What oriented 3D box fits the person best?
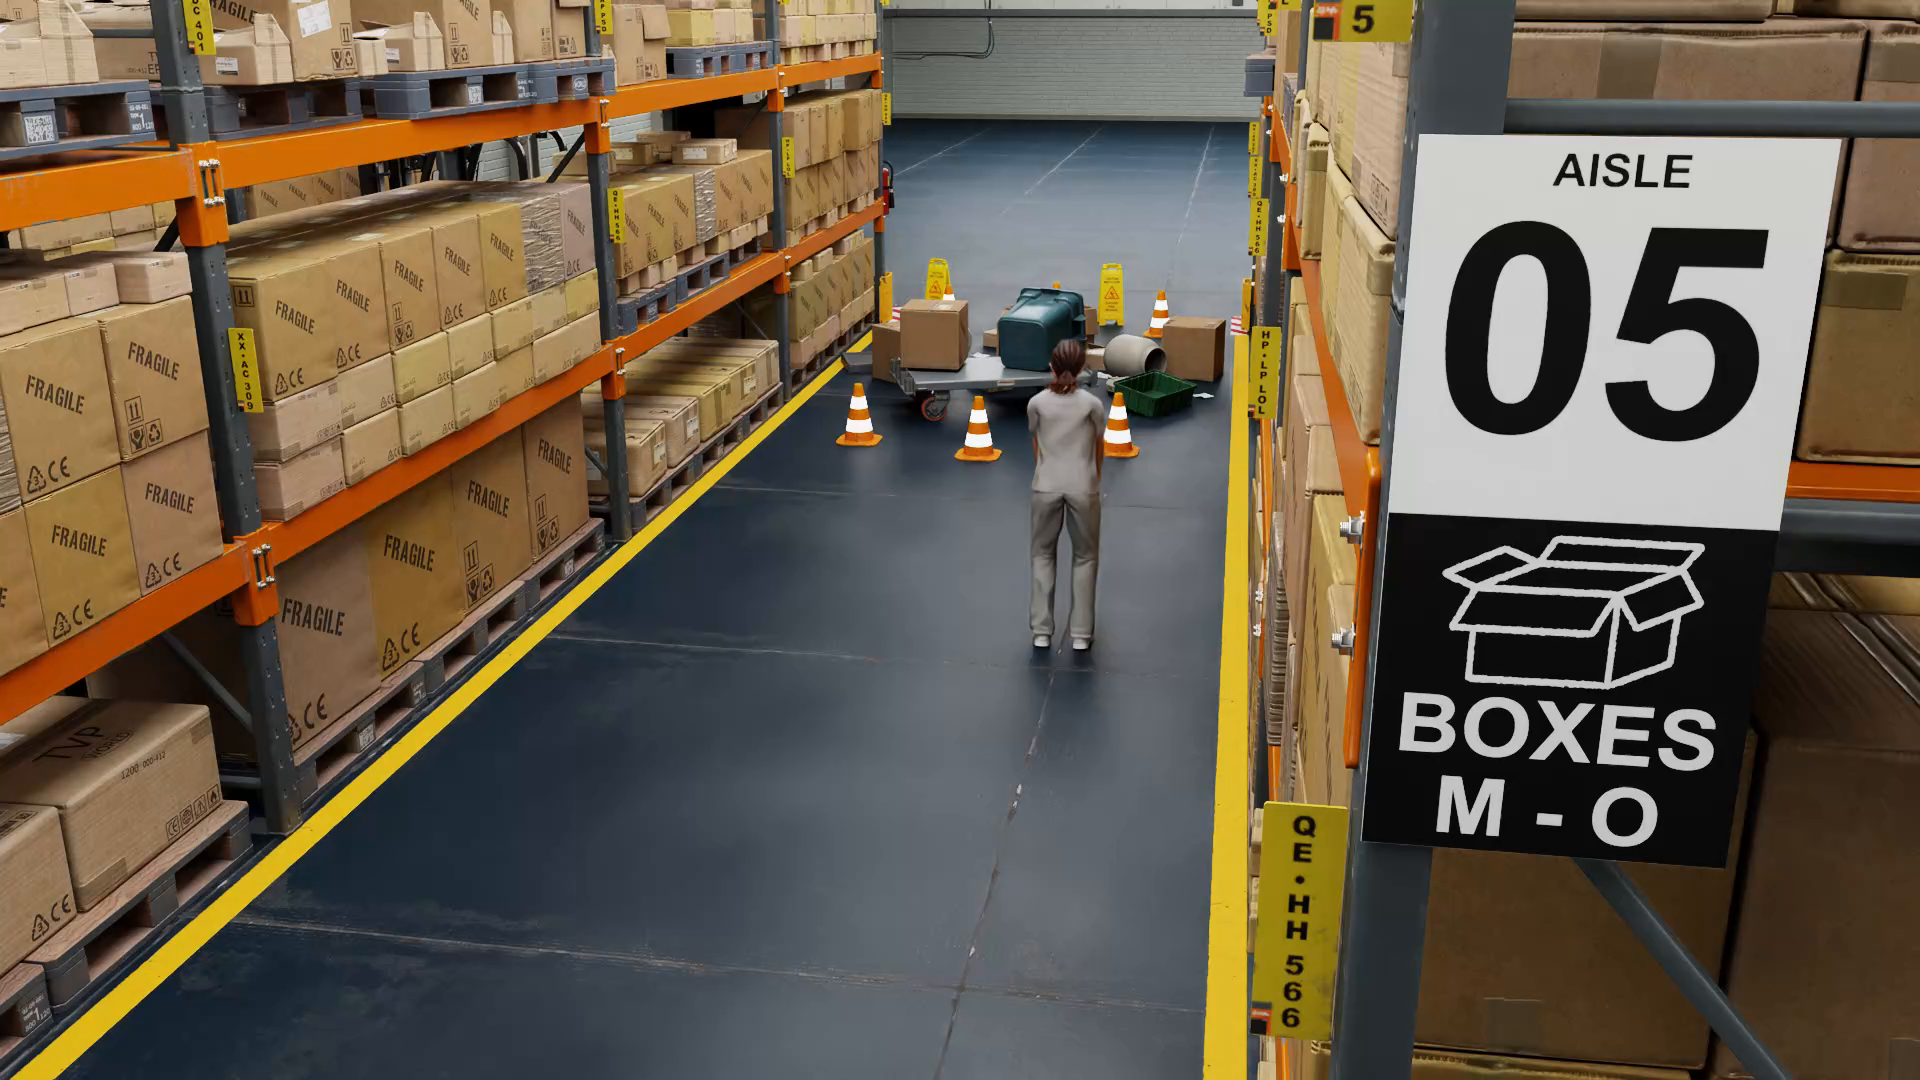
[{"bbox_3d":[0.566,-0.264,8.894,0.410,1.667,0.503,3,18,8],"label":"person"}]
